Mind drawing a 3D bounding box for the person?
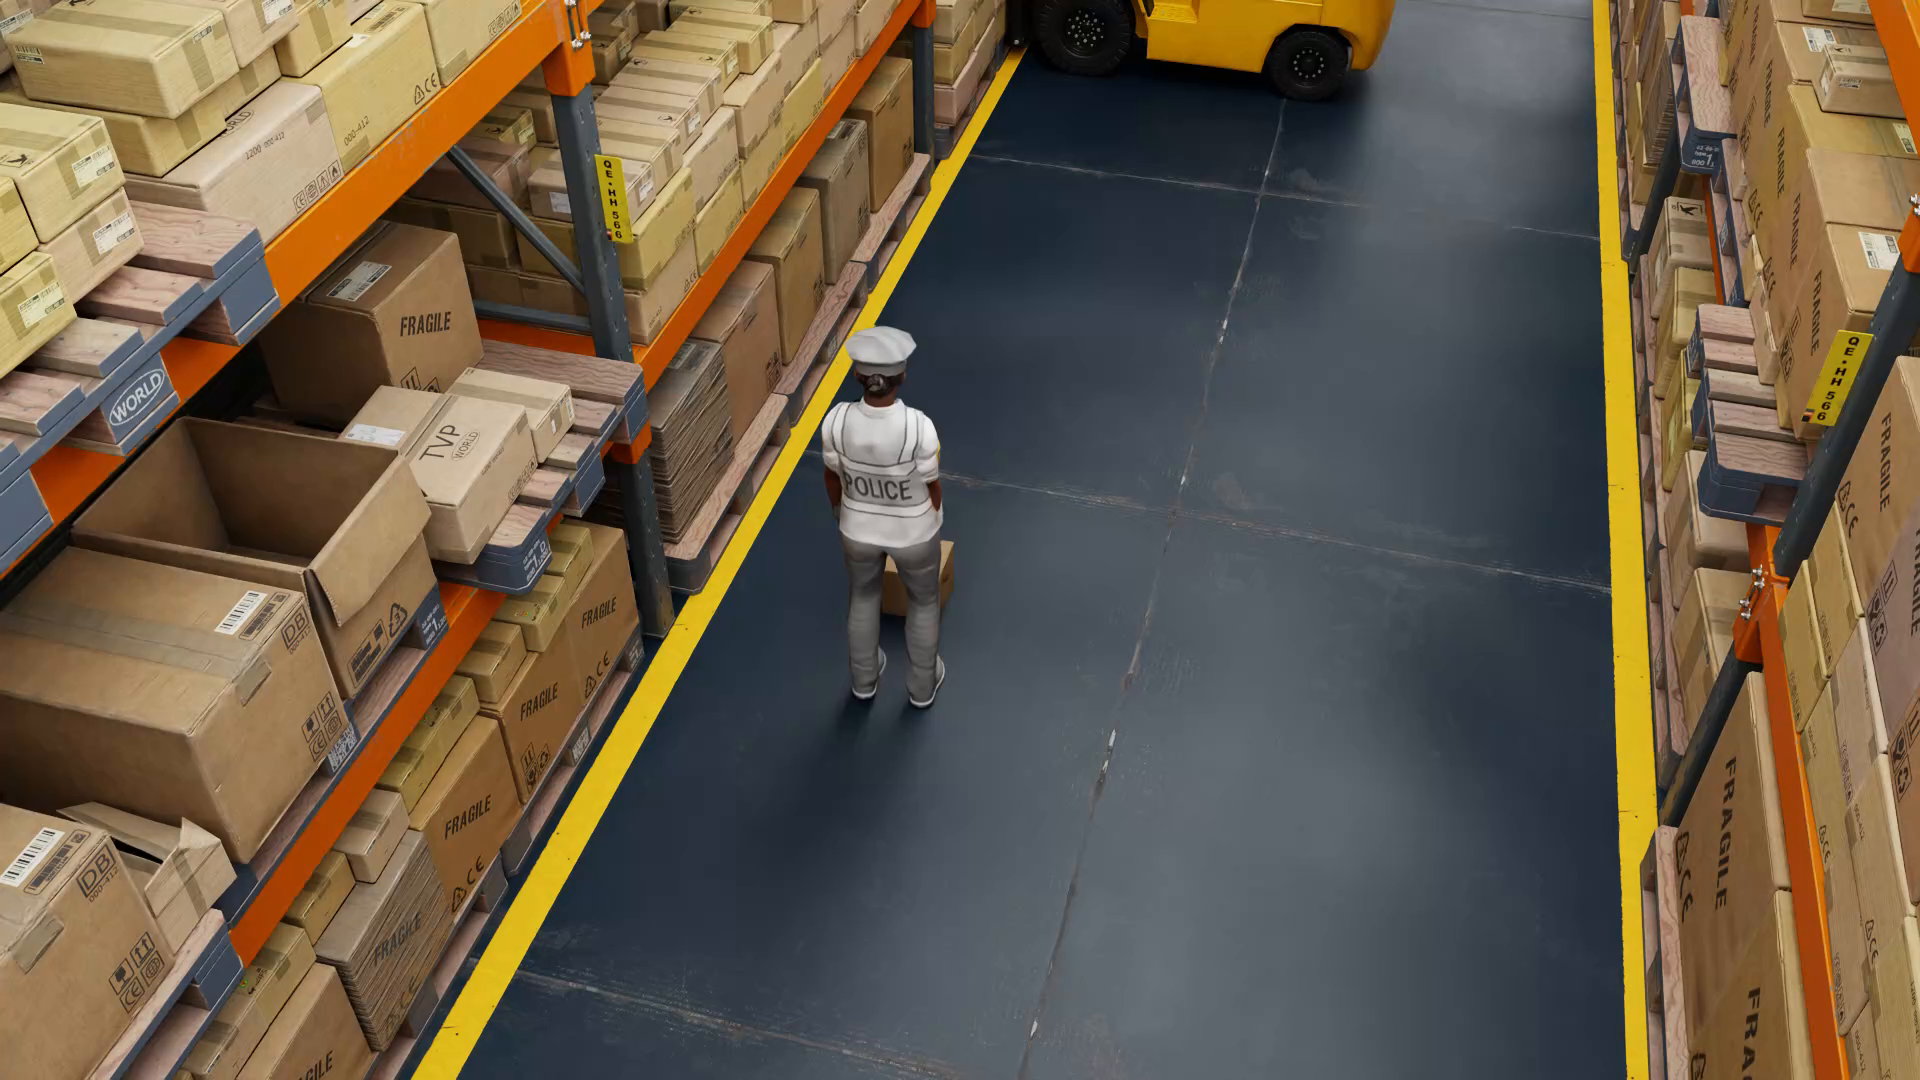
[{"bbox_3d":[-0.280,-0.041,6.221,0.441,1.654,0.336,7,42,8],"label":"person"}]
